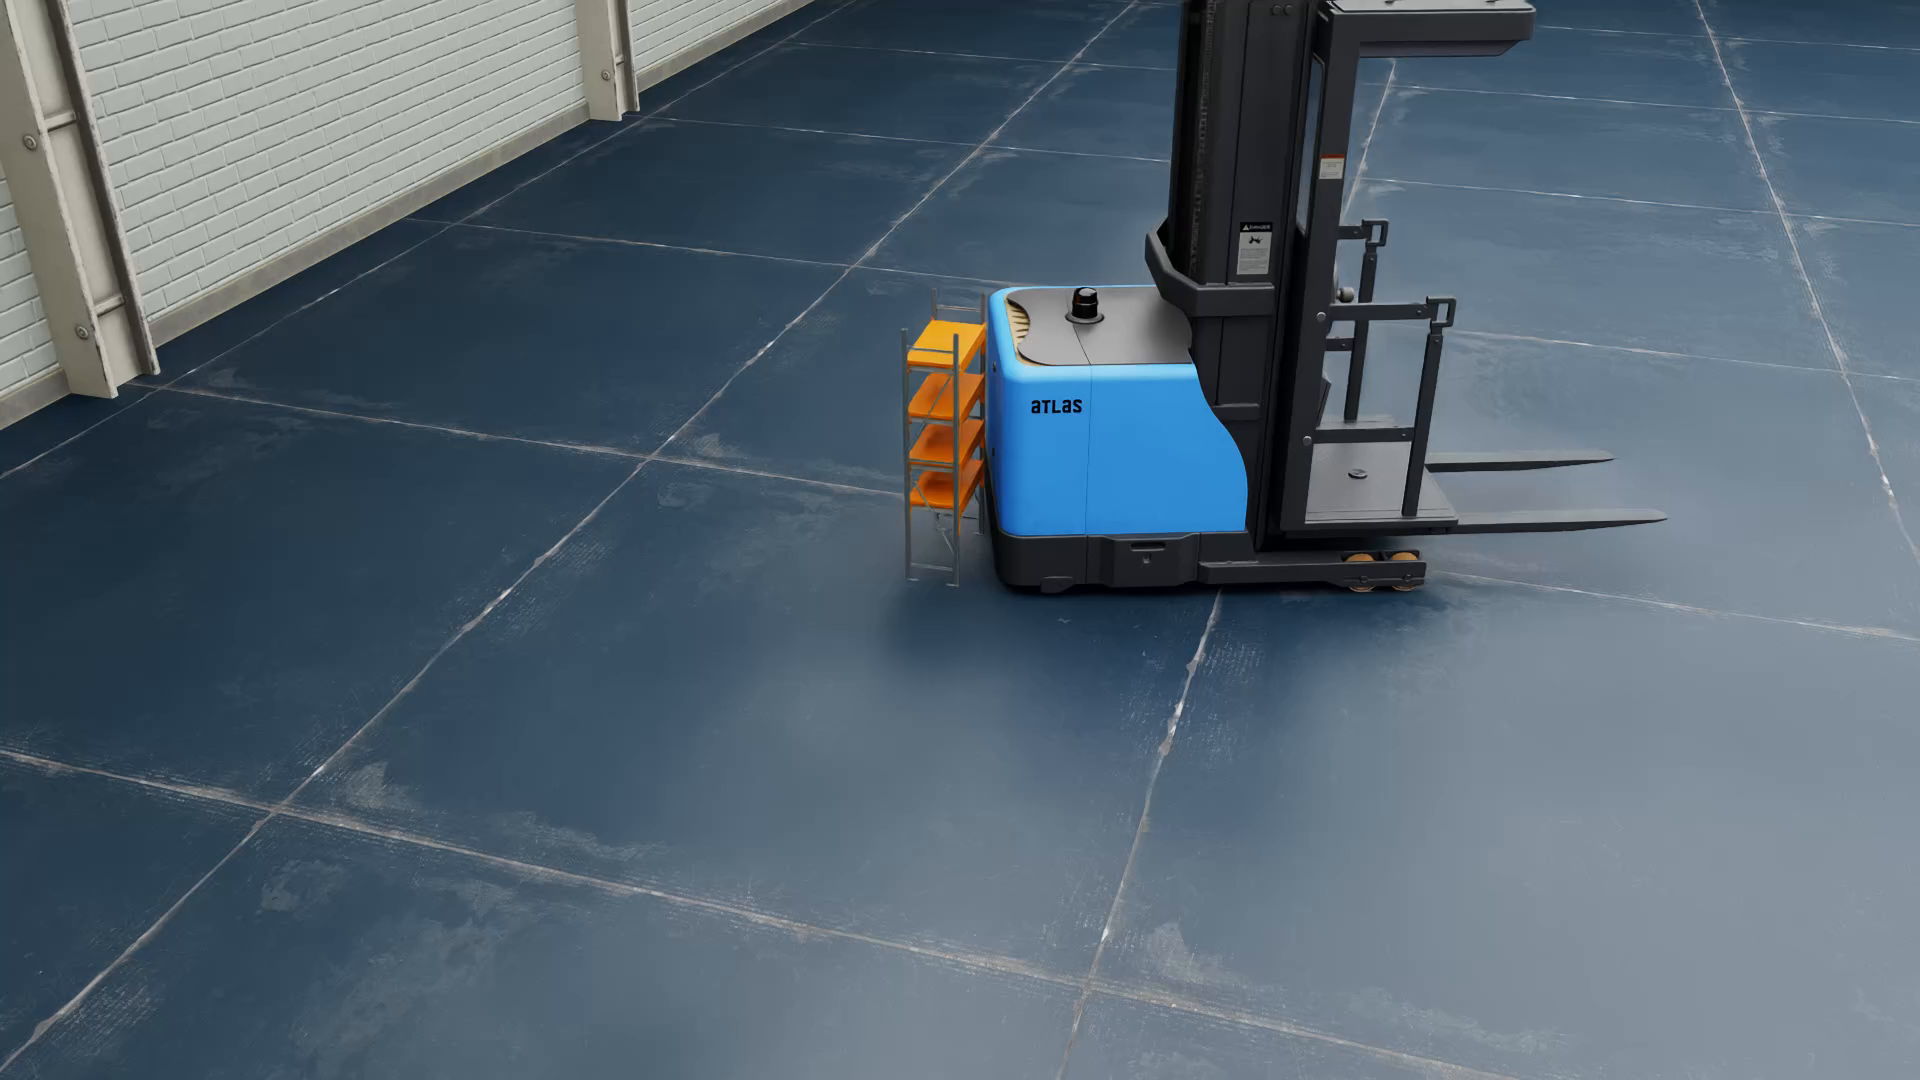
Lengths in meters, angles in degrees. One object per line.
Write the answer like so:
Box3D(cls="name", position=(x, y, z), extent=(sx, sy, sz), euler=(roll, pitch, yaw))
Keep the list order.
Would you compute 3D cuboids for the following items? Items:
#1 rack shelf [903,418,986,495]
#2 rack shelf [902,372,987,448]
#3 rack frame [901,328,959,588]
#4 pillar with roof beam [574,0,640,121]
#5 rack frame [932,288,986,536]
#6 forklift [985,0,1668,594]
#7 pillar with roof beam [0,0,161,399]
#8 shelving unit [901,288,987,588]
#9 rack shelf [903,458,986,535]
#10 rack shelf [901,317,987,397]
Box3D(cls="rack shelf", position=(-0.064, -0.387, 7.349), extent=(0.258, 0.148, 0.480), euler=(7, 30, 12))
Box3D(cls="rack shelf", position=(-0.064, -0.582, 7.241), extent=(0.258, 0.148, 0.480), euler=(7, 30, 12))
Box3D(cls="rack frame", position=(-0.123, -0.330, 7.110), extent=(0.240, 1.200, 0.015), euler=(7, 30, 12))
Box3D(cls="pillar with roof beam", position=(1.122, -6.997, 11.071), extent=(9.100, 9.000, 0.400), euler=(8, 30, 15))
Box3D(cls="rack frame", position=(-0.005, -0.561, 7.524), extent=(0.240, 1.200, 0.015), euler=(7, 30, 12))
Box3D(cls="forklift", position=(1.655, -1.308, 7.086), extent=(3.031, 2.935, 1.130), euler=(-1, 29, -3))
Box3D(cls="pillar with roof beam", position=(-0.639, -4.209, 6.059), extent=(9.100, 9.000, 0.400), euler=(8, 30, 15))
Box3D(cls="shelving unit", position=(-0.064, -0.446, 7.317), extent=(0.258, 1.200, 0.503), euler=(7, 30, 12))
Box3D(cls="rack shelf", position=(-0.064, -0.213, 7.446), extent=(0.258, 0.148, 0.480), euler=(7, 30, 12))
Box3D(cls="rack shelf", position=(-0.064, -0.789, 7.126), extent=(0.258, 0.148, 0.480), euler=(7, 30, 12))
